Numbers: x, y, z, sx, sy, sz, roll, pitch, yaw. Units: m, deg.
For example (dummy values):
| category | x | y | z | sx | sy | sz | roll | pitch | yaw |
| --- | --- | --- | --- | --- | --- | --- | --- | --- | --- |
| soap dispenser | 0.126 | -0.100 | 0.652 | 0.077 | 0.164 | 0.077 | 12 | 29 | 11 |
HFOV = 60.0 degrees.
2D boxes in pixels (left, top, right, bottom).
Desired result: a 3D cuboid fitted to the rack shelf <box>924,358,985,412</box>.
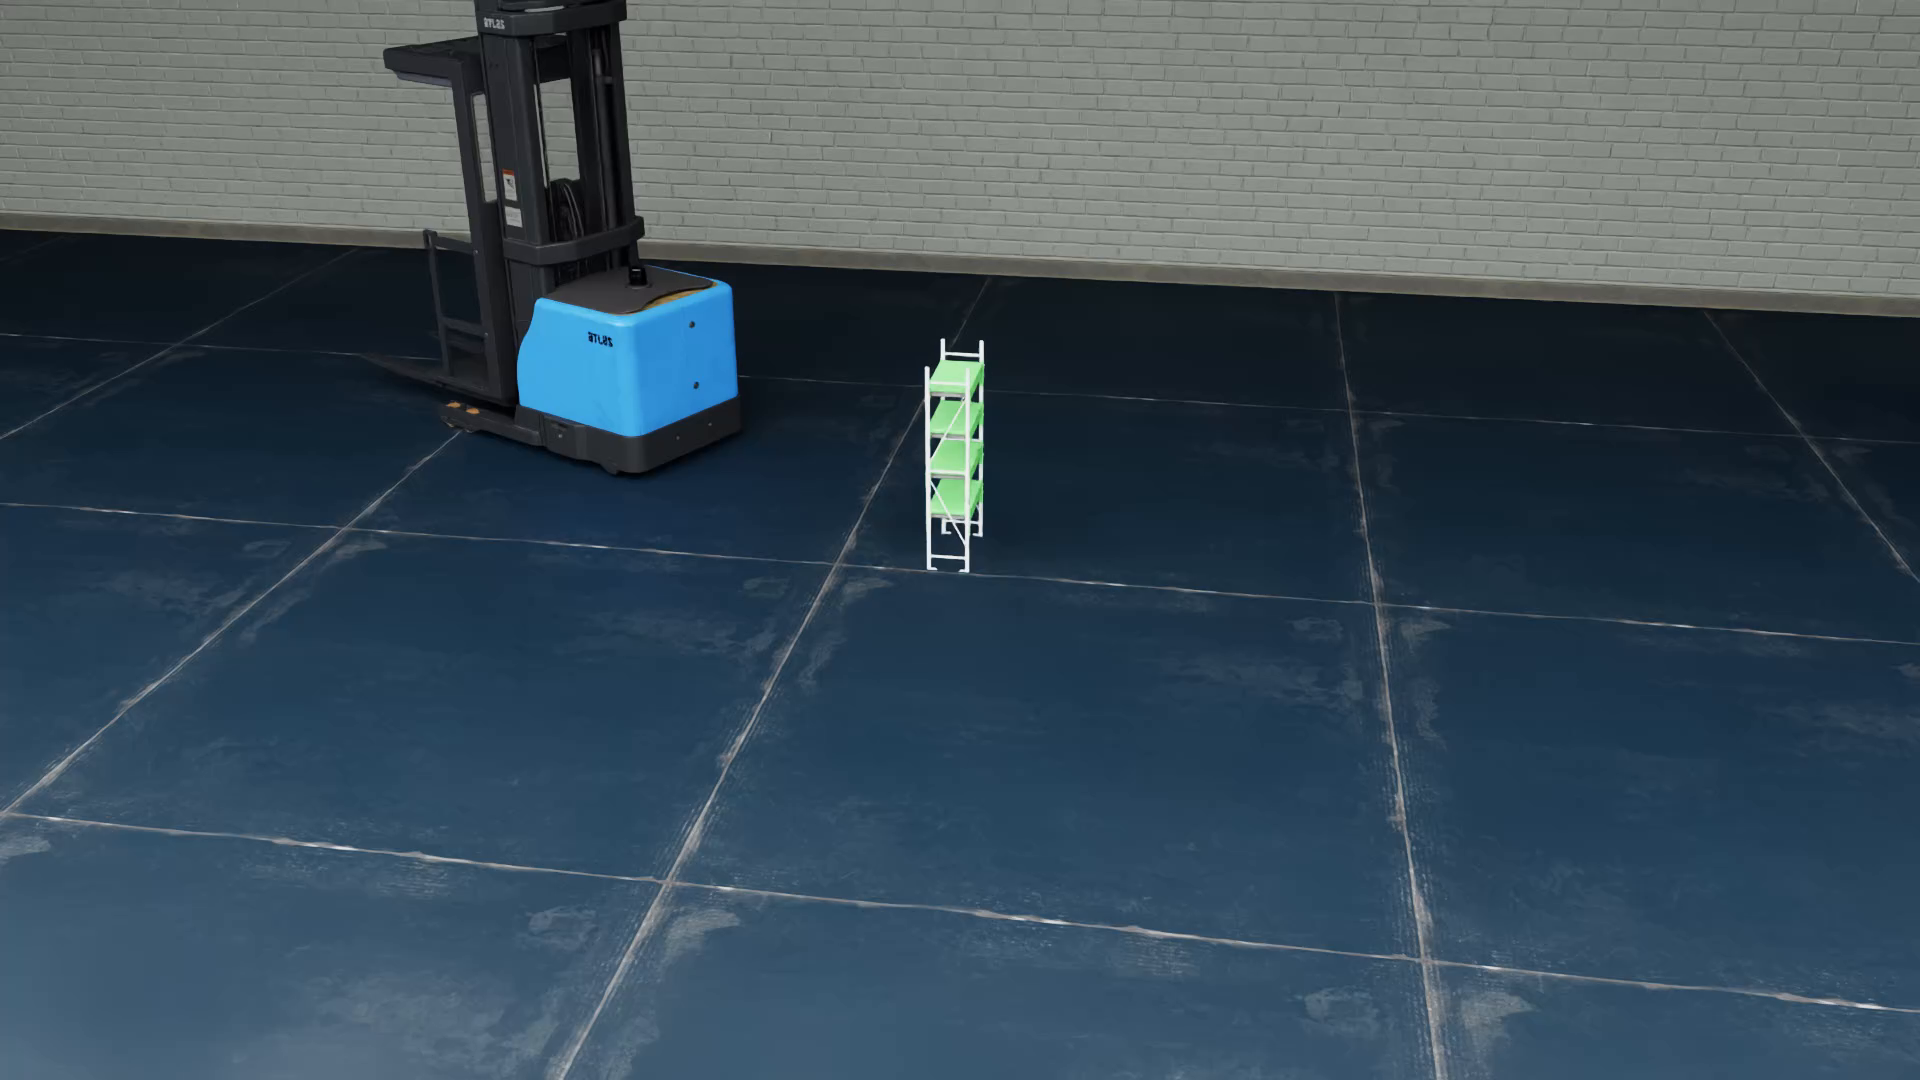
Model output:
| category | x | y | z | sx | sy | sz | roll | pitch | yaw |
| --- | --- | --- | --- | --- | --- | --- | --- | --- | --- |
| rack shelf | -0.027 | -0.851 | 9.171 | 0.258 | 0.148 | 0.480 | 4 | 25 | 9 |

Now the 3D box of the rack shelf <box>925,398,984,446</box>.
| category | x | y | z | sx | sy | sz | roll | pitch | yaw |
| --- | --- | --- | --- | --- | --- | --- | --- | --- | --- |
| rack shelf | -0.027 | -0.634 | 9.273 | 0.258 | 0.148 | 0.480 | 4 | 25 | 9 |

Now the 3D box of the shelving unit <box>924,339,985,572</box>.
| category | x | y | z | sx | sy | sz | roll | pitch | yaw |
| --- | --- | --- | --- | --- | --- | --- | --- | --- | --- |
| shelving unit | -0.027 | -0.474 | 9.348 | 0.258 | 1.200 | 0.503 | 4 | 25 | 9 |

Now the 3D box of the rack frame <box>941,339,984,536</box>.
| category | x | y | z | sx | sy | sz | roll | pitch | yaw |
| --- | --- | --- | --- | --- | --- | --- | --- | --- | --- |
| rack frame | 0.013 | -0.576 | 9.566 | 0.240 | 1.200 | 0.015 | 4 | 25 | 9 |

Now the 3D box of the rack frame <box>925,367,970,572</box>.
| category | x | y | z | sx | sy | sz | roll | pitch | yaw |
| --- | --- | --- | --- | --- | --- | --- | --- | --- | --- |
| rack frame | -0.067 | -0.372 | 9.130 | 0.240 | 1.200 | 0.015 | 4 | 25 | 9 |

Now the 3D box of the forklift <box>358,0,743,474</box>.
| category | x | y | z | sx | sy | sz | roll | pitch | yaw |
| --- | --- | --- | --- | --- | --- | --- | --- | --- | --- |
| forklift | -2.958 | -2.220 | 11.035 | 3.031 | 2.935 | 1.130 | 17 | 30 | 32 |

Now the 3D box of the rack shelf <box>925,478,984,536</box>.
| category | x | y | z | sx | sy | sz | roll | pitch | yaw |
| --- | --- | --- | --- | --- | --- | --- | --- | --- | --- |
| rack shelf | -0.027 | -0.199 | 9.477 | 0.258 | 0.148 | 0.480 | 4 | 25 | 9 |

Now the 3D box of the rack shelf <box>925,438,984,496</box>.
| category | x | y | z | sx | sy | sz | roll | pitch | yaw |
| --- | --- | --- | --- | --- | --- | --- | --- | --- | --- |
| rack shelf | -0.027 | -0.416 | 9.375 | 0.258 | 0.148 | 0.480 | 4 | 25 | 9 |
